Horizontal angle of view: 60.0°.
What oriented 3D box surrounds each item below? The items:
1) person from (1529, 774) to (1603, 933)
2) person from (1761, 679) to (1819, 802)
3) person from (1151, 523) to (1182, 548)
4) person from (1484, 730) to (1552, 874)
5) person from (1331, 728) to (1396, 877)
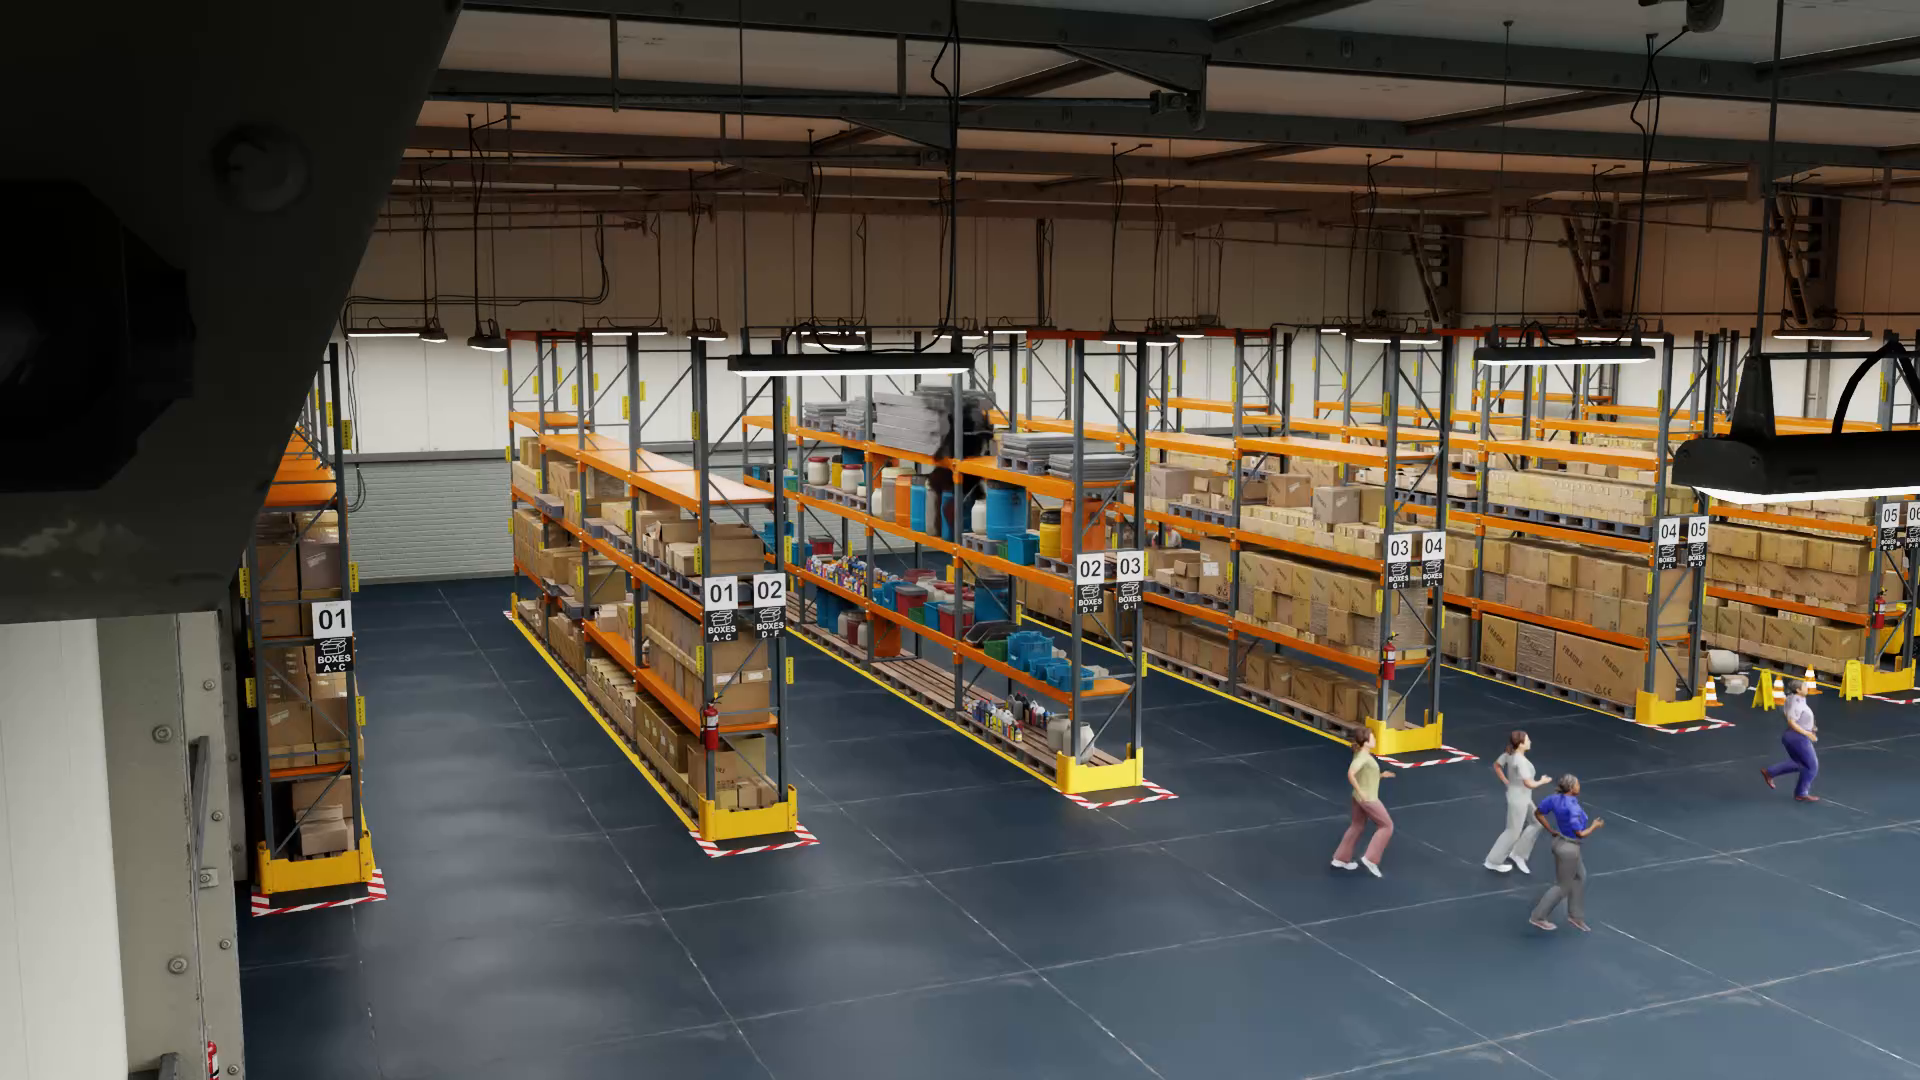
[{"bbox_3d":[6.186,3.216,16.965,0.703,1.713,0.560,0,8,-2],"label":"person"},{"bbox_3d":[10.876,2.599,21.698,0.687,1.599,0.613,2,8,16],"label":"person"},{"bbox_3d":[4.622,0.432,36.952,0.619,1.850,0.801,-3,8,-19],"label":"person"},{"bbox_3d":[6.305,2.965,18.770,0.707,1.693,0.532,1,8,9],"label":"person"},{"bbox_3d":[4.574,2.961,18.792,0.698,1.696,0.548,0,8,-2],"label":"person"}]
